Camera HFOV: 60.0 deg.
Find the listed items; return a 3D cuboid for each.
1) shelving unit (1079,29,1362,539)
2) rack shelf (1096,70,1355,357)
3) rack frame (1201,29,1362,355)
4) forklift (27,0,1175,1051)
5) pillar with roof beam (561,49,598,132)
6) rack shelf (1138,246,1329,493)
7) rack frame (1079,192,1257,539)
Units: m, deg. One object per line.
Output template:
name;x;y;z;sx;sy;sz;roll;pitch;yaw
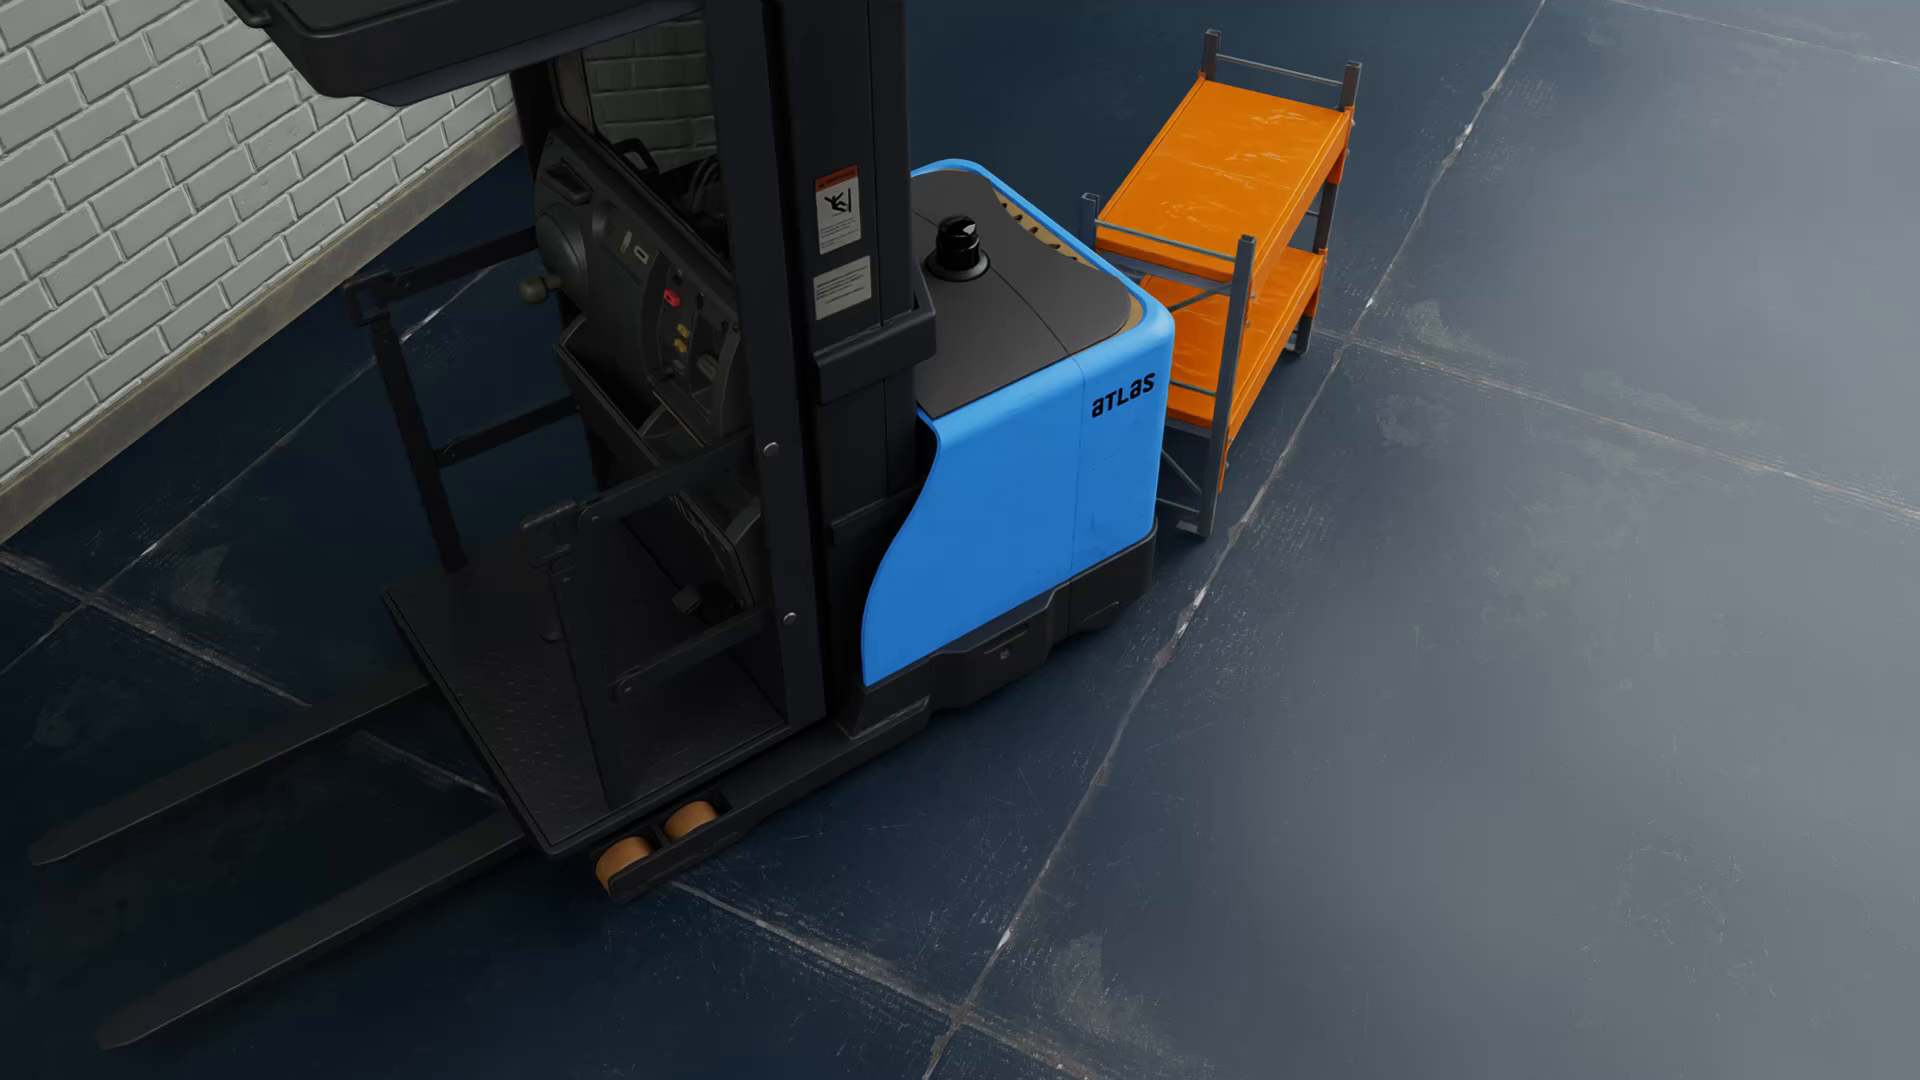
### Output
shelving unit;0.787;-0.812;5.262;0.538;1.125;1.048;19;48;18
rack shelf;0.787;-1.018;5.054;0.538;0.278;1.000;19;48;18
rack frame;1.006;-1.138;5.584;0.500;1.125;0.032;19;48;18
forklift;-0.915;-0.528;3.711;3.031;2.935;1.130;-27;51;-24
pillar with roof beam;2.268;-3.550;2.432;9.100;9.000;0.400;20;49;19
rack shelf;0.787;-0.640;5.436;0.538;0.278;1.000;19;48;18
rack frame;0.568;-0.486;4.939;0.500;1.125;0.032;19;48;18
